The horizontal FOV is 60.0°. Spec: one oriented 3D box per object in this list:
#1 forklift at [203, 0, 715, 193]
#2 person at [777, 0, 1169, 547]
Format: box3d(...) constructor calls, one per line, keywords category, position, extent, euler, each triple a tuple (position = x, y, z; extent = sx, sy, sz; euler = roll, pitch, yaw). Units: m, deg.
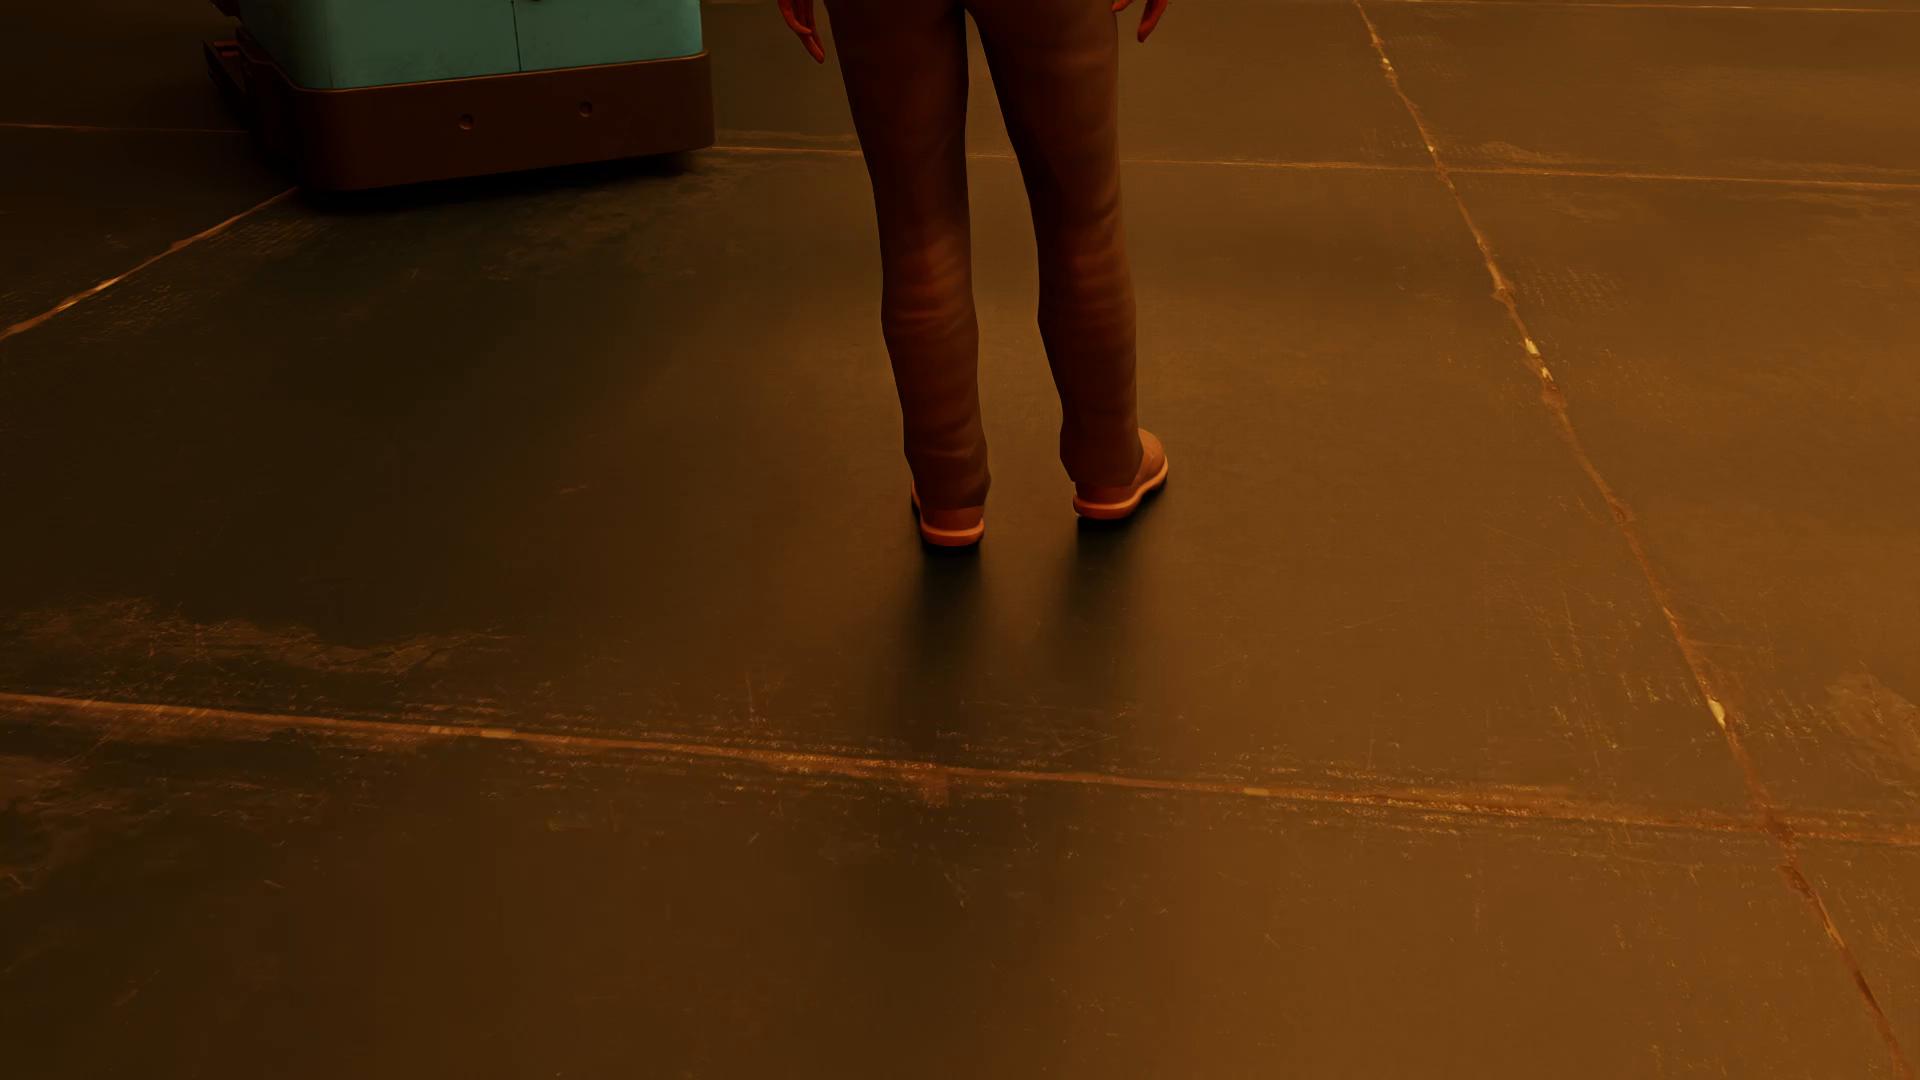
box3d(category="forklift", position=(-1.809, -2.782, 4.793), extent=(1.130, 2.935, 3.031), euler=(-14, 30, -25))
box3d(category="person", position=(0.031, -0.785, 2.203), extent=(0.569, 1.656, 0.503), euler=(3, 27, 7))
